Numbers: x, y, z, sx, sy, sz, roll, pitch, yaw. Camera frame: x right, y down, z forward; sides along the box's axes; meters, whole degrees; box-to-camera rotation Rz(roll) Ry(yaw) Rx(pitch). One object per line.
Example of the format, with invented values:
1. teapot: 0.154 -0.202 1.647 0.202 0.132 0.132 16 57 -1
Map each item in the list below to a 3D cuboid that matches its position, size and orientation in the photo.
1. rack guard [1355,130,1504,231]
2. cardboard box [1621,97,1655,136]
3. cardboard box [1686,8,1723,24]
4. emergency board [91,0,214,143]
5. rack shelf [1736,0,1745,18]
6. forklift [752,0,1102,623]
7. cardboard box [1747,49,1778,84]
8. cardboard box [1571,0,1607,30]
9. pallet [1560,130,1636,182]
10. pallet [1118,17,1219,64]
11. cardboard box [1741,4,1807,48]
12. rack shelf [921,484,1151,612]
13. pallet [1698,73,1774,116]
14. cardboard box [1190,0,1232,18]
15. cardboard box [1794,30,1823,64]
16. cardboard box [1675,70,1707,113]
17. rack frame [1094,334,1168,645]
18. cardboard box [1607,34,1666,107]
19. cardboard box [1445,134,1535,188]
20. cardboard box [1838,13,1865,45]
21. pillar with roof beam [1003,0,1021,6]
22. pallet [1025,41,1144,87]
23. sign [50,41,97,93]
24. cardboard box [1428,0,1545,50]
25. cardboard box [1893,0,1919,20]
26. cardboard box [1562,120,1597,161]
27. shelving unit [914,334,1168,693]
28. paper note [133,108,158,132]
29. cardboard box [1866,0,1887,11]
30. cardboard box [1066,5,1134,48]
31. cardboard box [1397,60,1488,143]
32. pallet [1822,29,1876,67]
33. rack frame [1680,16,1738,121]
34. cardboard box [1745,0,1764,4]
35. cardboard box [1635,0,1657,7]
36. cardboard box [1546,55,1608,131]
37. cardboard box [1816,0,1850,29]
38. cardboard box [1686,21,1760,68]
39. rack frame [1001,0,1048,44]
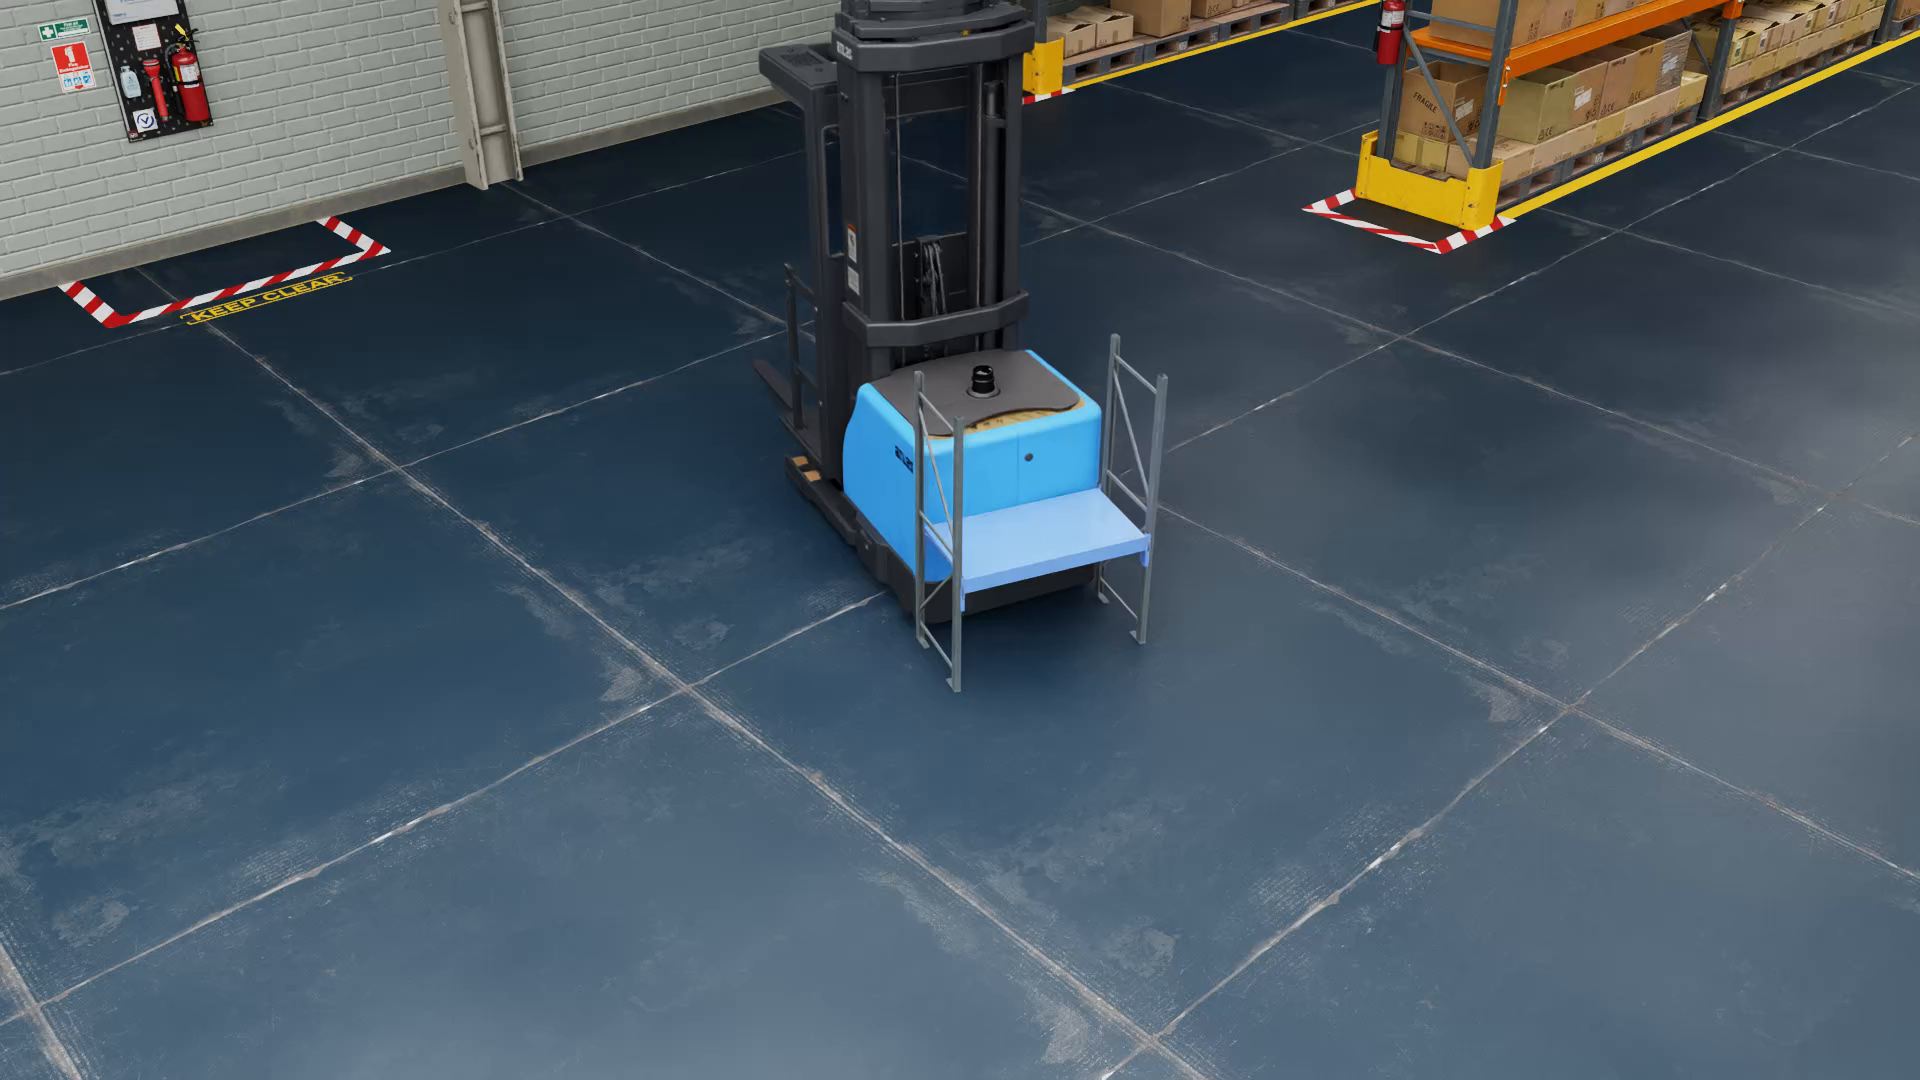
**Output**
1. rack guard: 3.821 -2.957 13.607 0.348 0.500 1.175 -26 40 -35
2. cardboard box: 5.851 -3.852 14.908 0.500 0.250 0.500 -26 40 -35
3. cardboard box: 7.251 -5.136 16.470 0.500 0.311 0.500 -25 39 -34
4. emergency board: -5.845 -3.515 12.122 0.643 1.169 0.194 -26 40 -35
5. rack shelf: 8.239 -5.853 16.637 4.000 0.370 1.077 -26 40 -35
6. forklift: -0.374 -1.579 9.022 1.130 2.935 3.031 -14 34 -22
7. cardboard box: 7.612 -4.686 16.271 0.500 0.250 0.500 -25 39 -34
8. cardboard box: 4.940 -4.597 13.797 0.500 0.500 0.700 -26 40 -35
9. pallet: 5.266 -3.560 14.870 1.213 0.211 1.003 -26 40 -35
10. pallet: 2.038 -5.468 17.990 1.213 0.211 1.003 -26 40 -35
11. cardboard box: 7.994 -5.107 16.422 0.500 0.311 0.500 -27 41 -37
12. rack shelf: 0.361 0.027 8.102 1.000 0.185 0.538 -13 35 -20
13. pallet: 7.286 -4.537 16.468 1.213 0.211 1.003 -26 40 -35
14. cardboard box: 2.667 -6.082 18.296 0.500 0.500 0.500 26 40 35
15. cardboard box: 8.364 -5.051 16.868 0.500 0.250 0.500 -25 39 -35
16. cardboard box: 6.581 -4.209 15.491 0.500 0.250 0.500 -26 40 -35
17. rack frame: 0.829 -0.231 8.178 0.032 1.500 0.500 -13 35 -20
18. cardboard box: 5.842 -4.177 14.720 0.500 0.500 0.500 -26 40 -35
19. cardboard box: 4.383 -3.143 13.748 0.500 0.250 0.500 -26 40 -35
20. cardboard box: 9.110 -5.412 17.458 0.500 0.250 0.500 -26 40 -36
21. pillar with roof beam: 3.320 -7.417 12.754 0.400 9.000 9.100 -26 40 -35
22. pallet: 1.144 -5.038 17.286 1.213 0.211 1.003 -26 40 -35
23. sign: -6.320 -3.373 11.857 0.234 0.329 0.001 -26 40 -35
24. cardboard box: 4.190 -4.235 13.205 0.500 0.500 0.700 -26 40 -35
25. cardboard box: 10.233 -6.043 18.232 0.500 0.500 0.500 -24 39 -34
26. cardboard box: 5.114 -3.499 14.330 0.500 0.250 0.500 -26 40 -35
27. shelving unit: 0.363 -0.125 8.004 1.048 1.500 0.538 -13 35 -20
28. paper note: -6.021 -3.102 12.293 0.142 0.148 0.016 -26 40 -35
29. cardboard box: 9.489 -5.835 17.613 0.500 0.311 0.500 -25 39 -34
30. cardboard box: 1.455 -5.379 17.328 0.500 0.311 0.500 -22 38 -32
31. cardboard box: 4.030 -3.662 13.878 0.500 0.500 0.500 -26 40 -35
32. pallet: 9.075 -5.403 17.883 1.213 0.211 1.003 -26 40 -35
33. rack frame: 6.772 -5.451 15.289 0.127 3.000 1.000 -26 40 -35
34. cardboard box: 7.990 -5.489 17.047 0.500 0.311 0.500 -26 40 -36
35. cardboard box: 5.698 -4.968 14.403 0.500 0.500 0.700 -25 39 -35
36. cardboard box: 5.107 -3.823 14.142 0.500 0.500 0.500 -26 40 -35
37. cardboard box: 8.740 -5.470 17.016 0.500 0.311 0.500 -26 40 -36
38. cardboard box: 7.244 -4.747 15.834 0.500 0.311 0.500 -26 40 -35
39. rack frame: 0.468 -5.926 16.065 0.127 3.000 1.000 -26 40 -35
